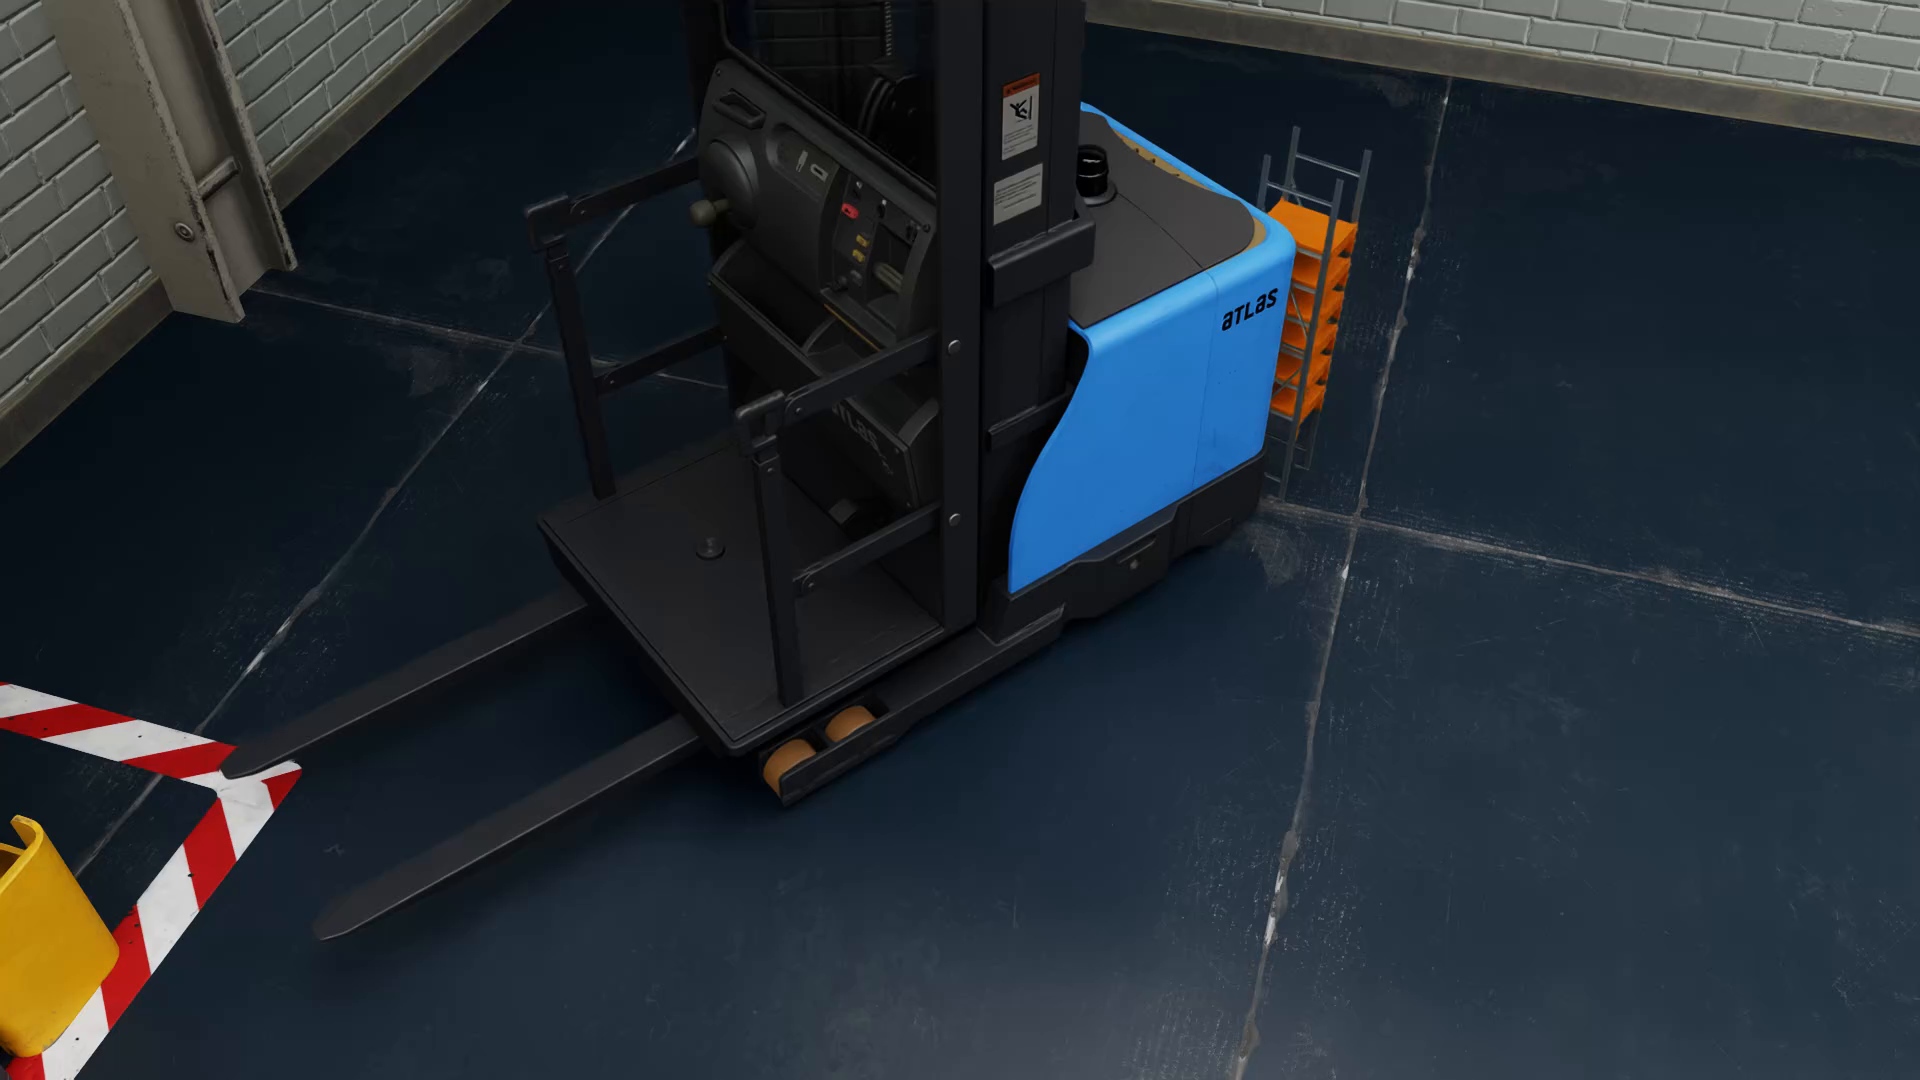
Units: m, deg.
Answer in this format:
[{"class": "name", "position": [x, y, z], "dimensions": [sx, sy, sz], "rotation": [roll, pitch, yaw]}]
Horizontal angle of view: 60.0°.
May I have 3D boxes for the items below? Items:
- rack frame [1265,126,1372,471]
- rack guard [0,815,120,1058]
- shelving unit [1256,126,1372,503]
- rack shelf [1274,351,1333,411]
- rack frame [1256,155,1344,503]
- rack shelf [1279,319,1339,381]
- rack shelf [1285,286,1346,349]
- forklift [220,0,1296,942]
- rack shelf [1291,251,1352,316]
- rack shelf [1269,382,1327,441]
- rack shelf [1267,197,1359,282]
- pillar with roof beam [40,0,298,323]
[{"class": "rack frame", "position": [1.050, -0.703, 5.110], "dimensions": [0.240, 1.200, 0.006], "rotation": [25, 50, 24]}, {"class": "rack guard", "position": [-2.706, 0.835, 4.039], "dimensions": [1.175, 0.500, 0.348], "rotation": [13, 46, 13]}, {"class": "shelving unit", "position": [0.998, -0.650, 5.056], "dimensions": [0.258, 1.200, 0.189], "rotation": [25, 50, 24]}, {"class": "rack shelf", "position": [0.998, -0.532, 5.171], "dimensions": [0.258, 0.103, 0.180], "rotation": [25, 50, 24]}, {"class": "rack frame", "position": [0.947, -0.597, 5.002], "dimensions": [0.240, 1.200, 0.006], "rotation": [25, 50, 24]}, {"class": "rack shelf", "position": [0.998, -0.618, 5.087], "dimensions": [0.258, 0.103, 0.180], "rotation": [25, 50, 24]}, {"class": "rack shelf", "position": [0.998, -0.704, 5.003], "dimensions": [0.258, 0.103, 0.180], "rotation": [25, 50, 24]}, {"class": "forklift", "position": [-0.528, -0.763, 3.934], "dimensions": [3.031, 2.935, 1.130], "rotation": [-28, 51, -26]}, {"class": "rack shelf", "position": [0.998, -0.790, 4.919], "dimensions": [0.258, 0.103, 0.180], "rotation": [25, 50, 24]}, {"class": "rack shelf", "position": [0.998, -0.447, 5.255], "dimensions": [0.258, 0.103, 0.180], "rotation": [25, 50, 24]}, {"class": "rack shelf", "position": [0.998, -0.875, 4.835], "dimensions": [0.258, 0.103, 0.180], "rotation": [25, 50, 24]}, {"class": "pillar with roof beam", "position": [1.383, -3.258, 2.145], "dimensions": [9.100, 9.000, 0.400], "rotation": [13, 46, 13]}]
